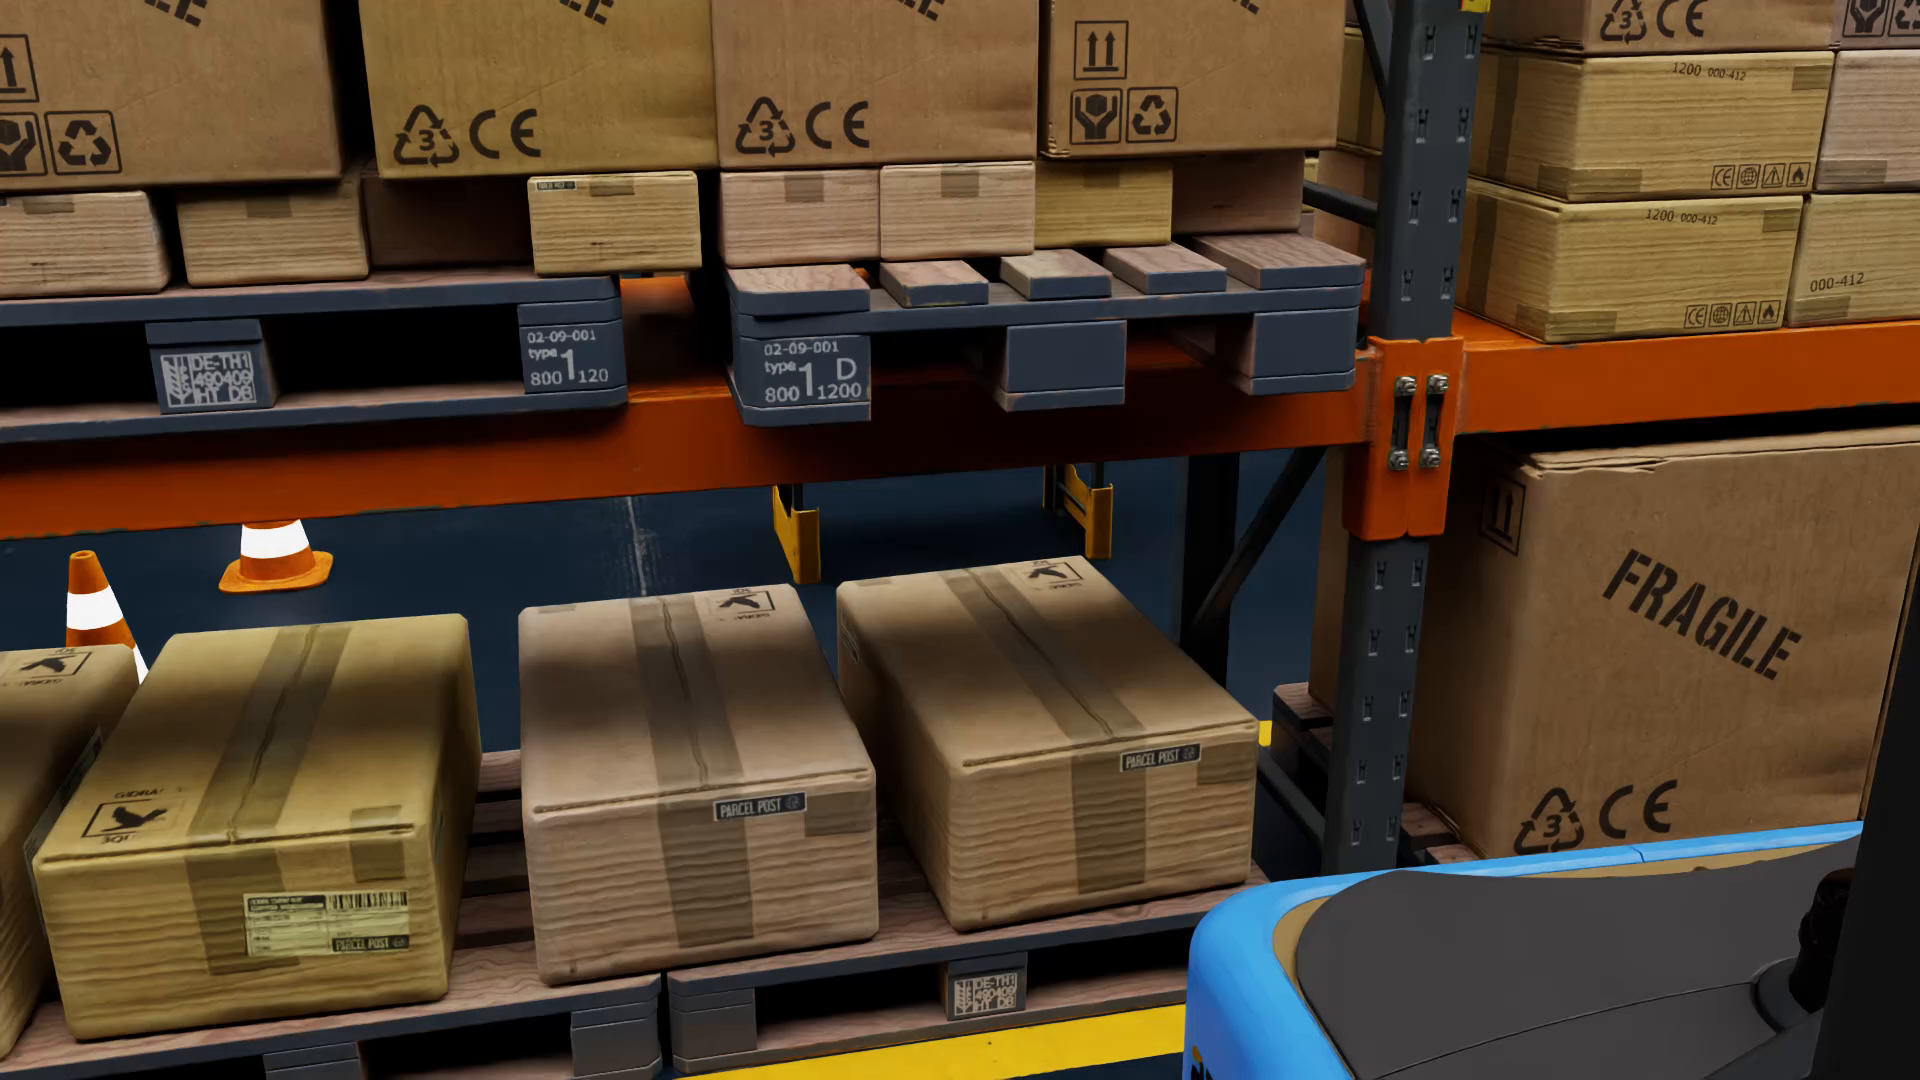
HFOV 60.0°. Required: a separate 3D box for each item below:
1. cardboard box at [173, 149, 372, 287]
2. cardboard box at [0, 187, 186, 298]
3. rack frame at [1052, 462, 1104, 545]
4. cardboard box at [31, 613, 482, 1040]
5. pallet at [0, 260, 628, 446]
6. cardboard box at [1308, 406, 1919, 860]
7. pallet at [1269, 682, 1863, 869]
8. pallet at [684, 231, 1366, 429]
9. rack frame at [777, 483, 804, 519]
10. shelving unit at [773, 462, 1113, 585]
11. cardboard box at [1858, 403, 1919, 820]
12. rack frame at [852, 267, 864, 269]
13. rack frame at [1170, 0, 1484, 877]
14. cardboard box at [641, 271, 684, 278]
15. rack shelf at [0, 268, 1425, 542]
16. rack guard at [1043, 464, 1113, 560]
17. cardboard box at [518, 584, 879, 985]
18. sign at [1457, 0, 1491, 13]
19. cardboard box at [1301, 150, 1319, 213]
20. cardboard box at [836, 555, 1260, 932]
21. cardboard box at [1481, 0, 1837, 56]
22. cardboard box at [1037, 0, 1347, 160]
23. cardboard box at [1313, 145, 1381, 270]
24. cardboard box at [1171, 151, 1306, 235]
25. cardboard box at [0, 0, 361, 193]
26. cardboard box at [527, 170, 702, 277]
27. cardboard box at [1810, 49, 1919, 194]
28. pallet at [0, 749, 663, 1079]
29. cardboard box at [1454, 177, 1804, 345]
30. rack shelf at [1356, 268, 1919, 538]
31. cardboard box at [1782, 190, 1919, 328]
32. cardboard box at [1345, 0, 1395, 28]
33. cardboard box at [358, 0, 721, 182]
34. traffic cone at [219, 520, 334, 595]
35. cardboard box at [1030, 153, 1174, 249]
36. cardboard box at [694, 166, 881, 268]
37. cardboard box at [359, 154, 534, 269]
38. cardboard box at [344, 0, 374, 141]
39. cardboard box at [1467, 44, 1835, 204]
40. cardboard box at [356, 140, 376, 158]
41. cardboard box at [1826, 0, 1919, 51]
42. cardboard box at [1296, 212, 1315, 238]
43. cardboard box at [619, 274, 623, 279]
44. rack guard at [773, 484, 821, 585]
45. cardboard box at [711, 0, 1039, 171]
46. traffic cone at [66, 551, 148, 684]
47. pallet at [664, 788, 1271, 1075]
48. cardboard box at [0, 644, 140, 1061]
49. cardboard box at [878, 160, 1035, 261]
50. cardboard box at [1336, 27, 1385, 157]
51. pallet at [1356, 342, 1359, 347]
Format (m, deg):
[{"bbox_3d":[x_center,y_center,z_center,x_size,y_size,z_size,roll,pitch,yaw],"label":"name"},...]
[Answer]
[{"bbox_3d":[-1.056,-0.512,2.605,0.250,0.149,0.380,-5,21,-14],"label":"cardboard box"},{"bbox_3d":[-1.309,-0.481,2.521,0.250,0.149,0.380,-4,20,-10],"label":"cardboard box"},{"bbox_3d":[0.412,-0.738,5.648,0.032,1.500,0.500,-5,21,-12],"label":"rack frame"},{"bbox_3d":[-1.309,0.511,3.268,0.625,0.372,0.950,-4,20,-11],"label":"cardboard box"},{"bbox_3d":[-1.219,-0.426,2.895,1.213,0.211,1.003,-5,21,-12],"label":"pallet"},{"bbox_3d":[1.390,0.087,3.694,0.875,0.875,0.875,-5,21,-13],"label":"cardboard box"},{"bbox_3d":[1.483,0.586,3.908,1.213,0.211,1.003,-5,21,-12],"label":"pallet"},{"bbox_3d":[0.029,-0.504,3.109,1.003,0.211,1.213,-5,21,-12],"label":"pallet"},{"bbox_3d":[-0.578,-0.657,5.428,0.032,1.500,0.500,-5,21,-12],"label":"rack frame"},{"bbox_3d":[-0.074,-0.698,5.540,1.083,1.500,0.587,-5,21,-12],"label":"shelving unit"},{"bbox_3d":[2.259,0.018,3.883,0.875,0.875,0.875,-4,21,-12],"label":"cardboard box"},{"bbox_3d":[-0.539,-2.335,7.829,0.127,3.000,1.000,-5,21,-12],"label":"rack frame"},{"bbox_3d":[0.698,-0.686,3.327,0.127,3.000,1.000,-5,21,-12],"label":"rack frame"},{"bbox_3d":[-1.152,-1.458,8.094,0.750,0.750,1.050,-5,21,-13],"label":"cardboard box"},{"bbox_3d":[-1.248,-0.190,3.019,4.000,0.370,1.077,-5,21,-12],"label":"rack shelf"},{"bbox_3d":[0.410,-0.151,5.863,0.087,0.250,0.587,-5,21,-12],"label":"rack guard"},{"bbox_3d":[-0.570,0.453,3.427,0.625,0.372,0.950,-5,21,-14],"label":"cardboard box"},{"bbox_3d":[0.832,-1.012,2.648,0.005,0.325,0.100,-5,21,-12],"label":"sign"},{"bbox_3d":[1.673,-1.801,8.304,0.500,0.250,0.500,-6,21,-15],"label":"cardboard box"},{"bbox_3d":[0.146,0.392,3.594,0.625,0.372,0.950,-6,21,-16],"label":"cardboard box"},{"bbox_3d":[1.235,-1.160,3.021,0.500,0.500,0.500,-5,21,-14],"label":"cardboard box"},{"bbox_3d":[0.320,-0.941,2.834,0.500,0.500,0.500,-5,21,-14],"label":"cardboard box"},{"bbox_3d":[1.131,-0.743,3.699,0.500,0.250,0.500,-5,21,-14],"label":"cardboard box"},{"bbox_3d":[0.434,-0.661,3.012,0.250,0.149,0.380,-4,20,-10],"label":"cardboard box"},{"bbox_3d":[-1.203,-0.813,2.485,0.500,0.500,0.500,-6,21,-15],"label":"cardboard box"},{"bbox_3d":[-0.557,-0.537,2.673,0.250,0.149,0.380,-4,21,-12],"label":"cardboard box"},{"bbox_3d":[1.752,-0.849,3.261,0.500,0.250,0.500,-4,21,-11],"label":"cardboard box"},{"bbox_3d":[-1.247,0.780,3.379,1.213,0.211,1.003,-5,21,-12],"label":"pallet"},{"bbox_3d":[1.233,-0.570,3.229,0.500,0.250,0.500,-5,21,-13],"label":"cardboard box"},{"bbox_3d":[2.645,-0.507,3.883,4.000,0.370,1.077,-5,21,-12],"label":"rack shelf"},{"bbox_3d":[1.728,-0.617,3.356,0.500,0.250,0.500,-5,21,-14],"label":"cardboard box"},{"bbox_3d":[1.141,-1.331,3.489,0.500,0.500,0.500,-5,21,-14],"label":"cardboard box"},{"bbox_3d":[-0.672,-0.856,2.602,0.500,0.500,0.500,-6,21,-16],"label":"cardboard box"},{"bbox_3d":[-2.258,-0.103,5.423,0.334,0.463,0.336,-5,21,-12],"label":"traffic cone"},{"bbox_3d":[0.189,-0.615,2.888,0.250,0.149,0.380,-4,21,-12],"label":"cardboard box"},{"bbox_3d":[-0.292,-0.563,2.746,0.250,0.149,0.380,-6,21,-15],"label":"cardboard box"},{"bbox_3d":[-0.831,-0.559,2.734,0.250,0.149,0.380,-4,21,-12],"label":"cardboard box"},{"bbox_3d":[-1.302,-0.987,2.960,0.500,0.500,0.500,-5,21,-15],"label":"cardboard box"},{"bbox_3d":[1.248,-0.808,3.151,0.500,0.250,0.500,-5,21,-13],"label":"cardboard box"},{"bbox_3d":[-0.975,-0.689,3.090,0.250,0.149,0.380,-4,20,-10],"label":"cardboard box"},{"bbox_3d":[1.715,-1.202,3.137,0.500,0.500,0.500,-5,21,-12],"label":"cardboard box"},{"bbox_3d":[1.692,-1.453,8.443,0.500,0.500,0.500,-5,21,-14],"label":"cardboard box"},{"bbox_3d":[-2.002,-1.388,7.902,0.750,0.750,1.050,-4,21,-12],"label":"cardboard box"},{"bbox_3d":[-0.559,-0.072,5.648,0.087,0.250,0.587,-5,21,-12],"label":"rack guard"},{"bbox_3d":[-0.181,-0.896,2.713,0.500,0.500,0.500,-5,21,-13],"label":"cardboard box"},{"bbox_3d":[-2.310,0.255,4.446,0.334,0.463,0.336,-5,21,-12],"label":"traffic cone"},{"bbox_3d":[-0.062,0.684,3.639,1.213,0.211,1.003,-5,21,-12],"label":"pallet"},{"bbox_3d":[-1.986,0.567,3.117,0.625,0.372,0.950,-3,20,-9],"label":"cardboard box"},{"bbox_3d":[-0.046,-0.580,2.793,0.250,0.149,0.380,-5,21,-13],"label":"cardboard box"},{"bbox_3d":[1.111,-0.974,3.604,0.500,0.250,0.500,-5,21,-13],"label":"cardboard box"},{"bbox_3d":[1.407,-1.183,8.736,1.213,0.211,1.003,-5,21,-12],"label":"pallet"}]
